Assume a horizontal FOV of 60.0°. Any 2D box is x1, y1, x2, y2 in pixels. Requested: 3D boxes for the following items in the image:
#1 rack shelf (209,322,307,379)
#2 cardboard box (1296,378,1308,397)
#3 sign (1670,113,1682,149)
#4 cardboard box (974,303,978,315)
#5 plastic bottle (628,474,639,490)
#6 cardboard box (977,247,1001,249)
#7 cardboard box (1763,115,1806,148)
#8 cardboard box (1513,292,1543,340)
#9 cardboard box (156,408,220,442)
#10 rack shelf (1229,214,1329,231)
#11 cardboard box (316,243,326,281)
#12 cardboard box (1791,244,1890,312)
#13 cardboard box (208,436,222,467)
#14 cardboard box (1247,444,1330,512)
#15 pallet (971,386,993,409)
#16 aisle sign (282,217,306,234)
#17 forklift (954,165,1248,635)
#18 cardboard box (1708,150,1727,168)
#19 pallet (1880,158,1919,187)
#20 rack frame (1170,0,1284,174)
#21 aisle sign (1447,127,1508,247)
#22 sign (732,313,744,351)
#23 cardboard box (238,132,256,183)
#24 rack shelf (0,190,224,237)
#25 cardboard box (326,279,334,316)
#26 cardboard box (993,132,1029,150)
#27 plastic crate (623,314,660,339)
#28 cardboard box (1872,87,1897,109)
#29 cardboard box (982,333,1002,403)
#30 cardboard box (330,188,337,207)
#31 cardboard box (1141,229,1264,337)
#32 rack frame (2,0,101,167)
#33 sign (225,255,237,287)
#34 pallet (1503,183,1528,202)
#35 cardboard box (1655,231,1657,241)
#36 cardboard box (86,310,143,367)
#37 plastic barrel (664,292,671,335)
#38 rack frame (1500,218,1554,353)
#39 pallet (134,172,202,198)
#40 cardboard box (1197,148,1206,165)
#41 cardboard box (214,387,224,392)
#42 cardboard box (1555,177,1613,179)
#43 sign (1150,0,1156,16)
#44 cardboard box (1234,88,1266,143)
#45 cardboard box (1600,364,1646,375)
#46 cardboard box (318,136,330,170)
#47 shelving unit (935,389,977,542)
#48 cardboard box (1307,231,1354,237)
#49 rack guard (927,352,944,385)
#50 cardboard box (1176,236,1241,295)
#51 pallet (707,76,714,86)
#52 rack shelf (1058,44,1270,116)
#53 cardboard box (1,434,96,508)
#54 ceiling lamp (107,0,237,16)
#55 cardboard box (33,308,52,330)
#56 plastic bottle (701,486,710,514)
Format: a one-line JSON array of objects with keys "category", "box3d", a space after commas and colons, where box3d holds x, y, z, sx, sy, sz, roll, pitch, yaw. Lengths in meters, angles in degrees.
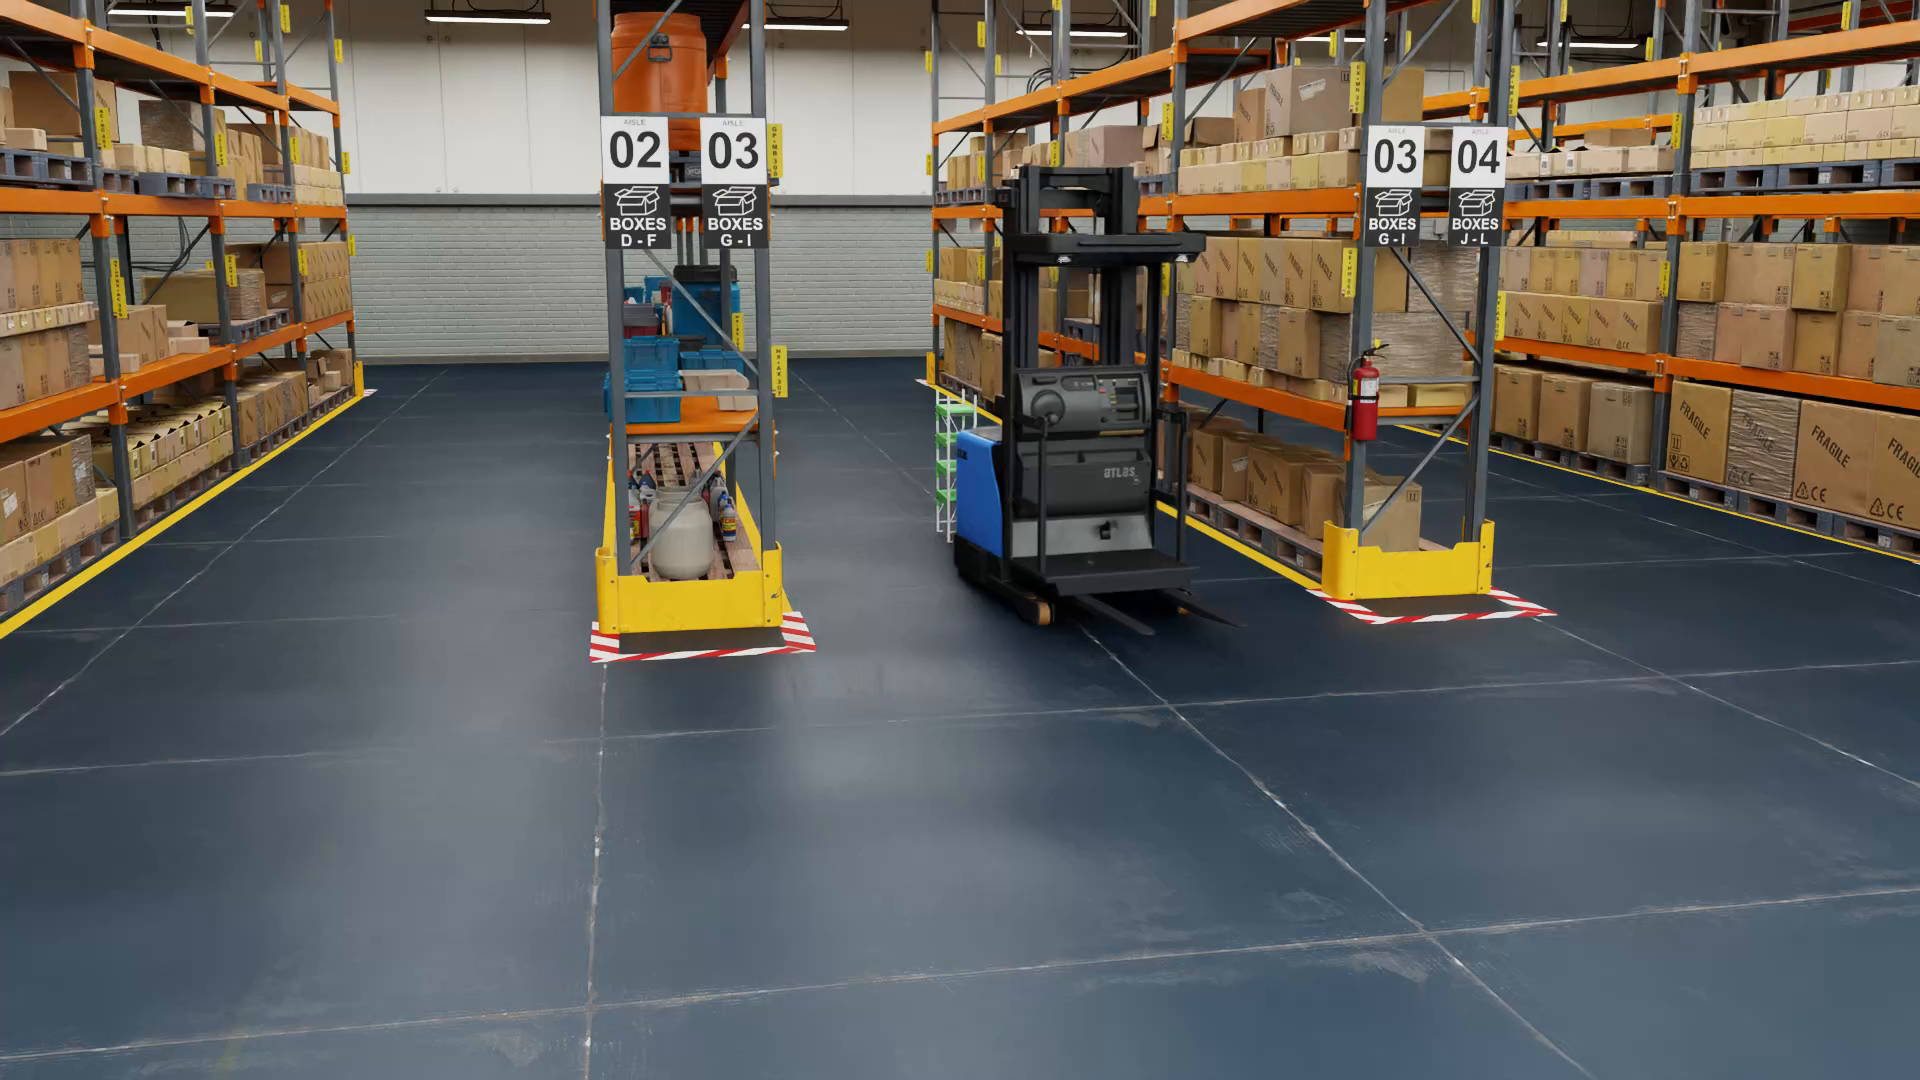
[{"category": "rack shelf", "box3d": [-8.492, -2.215, 19.236, 1.077, 0.370, 4.000, -2, 11, -11]}, {"category": "cardboard box", "box3d": [2.732, -1.152, 12.396, 0.380, 0.149, 0.250, -2, 11, -11]}, {"category": "sign", "box3d": [6.747, -3.850, 15.655, 0.100, 0.325, 0.005, -2, 11, -11]}, {"category": "cardboard box", "box3d": [0.405, -3.263, 23.488, 0.380, 0.149, 0.250, -2, 11, -10]}, {"category": "plastic bottle", "box3d": [-2.679, -0.365, 13.497, 0.144, 0.351, 0.185, -3, 11, -13]}, {"category": "cardboard box", "box3d": [0.411, -4.390, 26.336, 0.500, 0.500, 0.500, -2, 11, -10]}, {"category": "cardboard box", "box3d": [7.296, -3.506, 14.287, 0.500, 0.250, 0.500, -2, 11, -12]}, {"category": "cardboard box", "box3d": [6.521, -2.494, 18.512, 0.500, 0.500, 0.500, -2, 11, -11]}, {"category": "cardboard box", "box3d": [-7.652, -1.151, 16.450, 0.500, 0.311, 0.500, -2, 11, -12]}, {"category": "rack shelf", "box3d": [5.332, -4.944, 25.549, 1.077, 0.370, 4.000, -2, 11, -11]}, {"category": "cardboard box", "box3d": [-8.897, -3.761, 22.493, 0.500, 0.500, 0.500, -2, 11, -13]}, {"category": "cardboard box", "box3d": [7.617, -2.227, 14.086, 0.875, 0.550, 0.500, -2, 11, -11]}, {"category": "cardboard box", "box3d": [-7.658, -0.875, 16.503, 0.500, 0.250, 0.500, -2, 11, -12]}, {"category": "cardboard box", "box3d": [2.748, -0.515, 13.944, 0.500, 0.500, 0.500, -3, 11, -16]}, {"category": "pallet", "box3d": [0.765, -2.067, 23.993, 1.003, 0.211, 1.213, -2, 11, -11]}, {"category": "aisle sign", "box3d": [-9.961, -4.948, 24.717, 0.394, 0.787, 0.004, -2, 11, -11]}, {"category": "forklift", "box3d": [0.908, -0.963, 10.918, 1.130, 2.935, 3.031, -4, 11, -18]}, {"category": "cardboard box", "box3d": [7.067, -3.468, 15.156, 0.380, 0.149, 0.250, -2, 11, -11]}, {"category": "pallet", "box3d": [7.901, -2.821, 12.713, 1.003, 0.211, 1.213, -2, 11, -11]}, {"category": "rack frame", "box3d": [2.393, -4.775, 14.715, 1.000, 3.000, 0.127, -2, 11, -11]}, {"category": "aisle sign", "box3d": [3.477, -2.371, 11.176, 0.394, 0.787, 0.004, -2, 11, -11]}, {"category": "sign", "box3d": [-1.924, -1.801, 14.398, 0.100, 0.325, 0.005, -2, 11, -11]}, {"category": "cardboard box", "box3d": [-8.703, -4.497, 19.618, 0.600, 0.600, 0.600, -2, 11, -12]}, {"category": "rack shelf", "box3d": [-7.714, -2.955, 15.101, 1.077, 0.370, 4.000, -2, 11, -11]}, {"category": "cardboard box", "box3d": [-9.011, -3.367, 23.095, 0.500, 0.500, 0.500, -2, 11, -12]}, {"category": "cardboard box", "box3d": [0.660, -5.614, 23.484, 0.500, 0.250, 0.500, -3, 11, -15]}, {"category": "plastic crate", "box3d": [-2.860, -1.757, 14.732, 0.402, 0.464, 0.583, -2, 11, -11]}, {"category": "cardboard box", "box3d": [7.461, -3.489, 13.130, 0.380, 0.149, 0.250, -2, 11, -11]}, {"category": "cardboard box", "box3d": [0.981, -2.341, 22.532, 1.225, 0.875, 0.875, -2, 11, -11]}, {"category": "cardboard box", "box3d": [-9.214, -4.892, 23.755, 0.500, 0.250, 0.500, -2, 11, -11]}, {"category": "cardboard box", "box3d": [2.375, -2.479, 15.973, 1.000, 1.000, 1.000, -2, 11, -11]}, {"category": "rack frame", "box3d": [-7.325, -4.415, 12.826, 1.000, 3.000, 0.127, -2, 11, -11]}, {"category": "sign", "box3d": [-7.560, -2.791, 17.242, 0.100, 0.325, 0.005, -2, 11, -11]}, {"category": "pallet", "box3d": [6.677, -3.988, 19.108, 1.213, 0.211, 1.003, -2, 11, -8]}, {"category": "cardboard box", "box3d": [10.685, -4.628, 25.313, 0.380, 0.149, 0.250, -2, 11, -10]}, {"category": "cardboard box", "box3d": [-7.561, -1.755, 14.629, 0.500, 0.500, 0.500, -1, 11, -7]}, {"category": "plastic barrel", "box3d": [-2.856, -2.374, 17.782, 0.600, 0.536, 0.708, -2, 11, -11]}, {"category": "rack frame", "box3d": [9.779, -4.389, 28.733, 1.000, 3.000, 0.127, -2, 11, -11]}, {"category": "pallet", "box3d": [-7.663, -3.256, 15.265, 1.003, 0.211, 1.213, -2, 11, -8]}, {"category": "cardboard box", "box3d": [2.272, -3.306, 14.357, 0.380, 0.149, 0.250, -3, 11, -14]}, {"category": "cardboard box", "box3d": [-8.616, -1.448, 18.789, 0.500, 0.500, 0.500, -3, 11, -13]}, {"category": "cardboard box", "box3d": [6.997, -4.227, 18.710, 0.500, 0.311, 0.500, -2, 11, -11]}, {"category": "sign", "box3d": [2.145, -6.028, 18.588, 0.100, 0.325, 0.005, -2, 11, -11]}, {"category": "cardboard box", "box3d": [2.730, -3.669, 14.527, 0.500, 0.500, 0.500, -2, 11, -13]}, {"category": "cardboard box", "box3d": [10.541, -2.722, 25.704, 0.875, 0.438, 0.875, -2, 11, -12]}, {"category": "cardboard box", "box3d": [-9.543, -5.589, 24.075, 0.700, 0.500, 0.500, -2, 11, -11]}, {"category": "shelving unit", "box3d": [-0.032, -0.620, 13.744, 0.258, 1.200, 0.503, -2, 11, -11]}, {"category": "cardboard box", "box3d": [5.365, -4.219, 24.106, 0.500, 0.500, 0.500, -3, 11, -13]}, {"category": "rack guard", "box3d": [0.054, -2.805, 27.096, 1.175, 0.500, 0.348, -2, 11, -11]}, {"category": "cardboard box", "box3d": [2.231, -2.422, 14.663, 0.500, 0.500, 0.500, -2, 11, -11]}, {"category": "pallet", "box3d": [-3.354, -5.172, 18.379, 1.213, 0.211, 1.003, -2, 11, -11]}, {"category": "rack shelf", "box3d": [2.004, -4.592, 16.747, 1.077, 0.370, 4.000, -2, 11, -11]}, {"category": "cardboard box", "box3d": [-6.935, -0.523, 12.646, 0.500, 0.500, 0.500, -2, 11, -11]}, {"category": "ceiling lamp", "box3d": [-12.562, -9.887, 25.962, 2.000, 3.185, 0.800, -2, 11, -11]}, {"category": "cardboard box", "box3d": [-6.866, -1.607, 12.115, 0.380, 0.149, 0.250, -2, 11, -11]}, {"category": "plastic bottle", "box3d": [-2.034, -0.293, 13.303, 0.061, 0.283, 0.133, -2, 11, -11]}]
